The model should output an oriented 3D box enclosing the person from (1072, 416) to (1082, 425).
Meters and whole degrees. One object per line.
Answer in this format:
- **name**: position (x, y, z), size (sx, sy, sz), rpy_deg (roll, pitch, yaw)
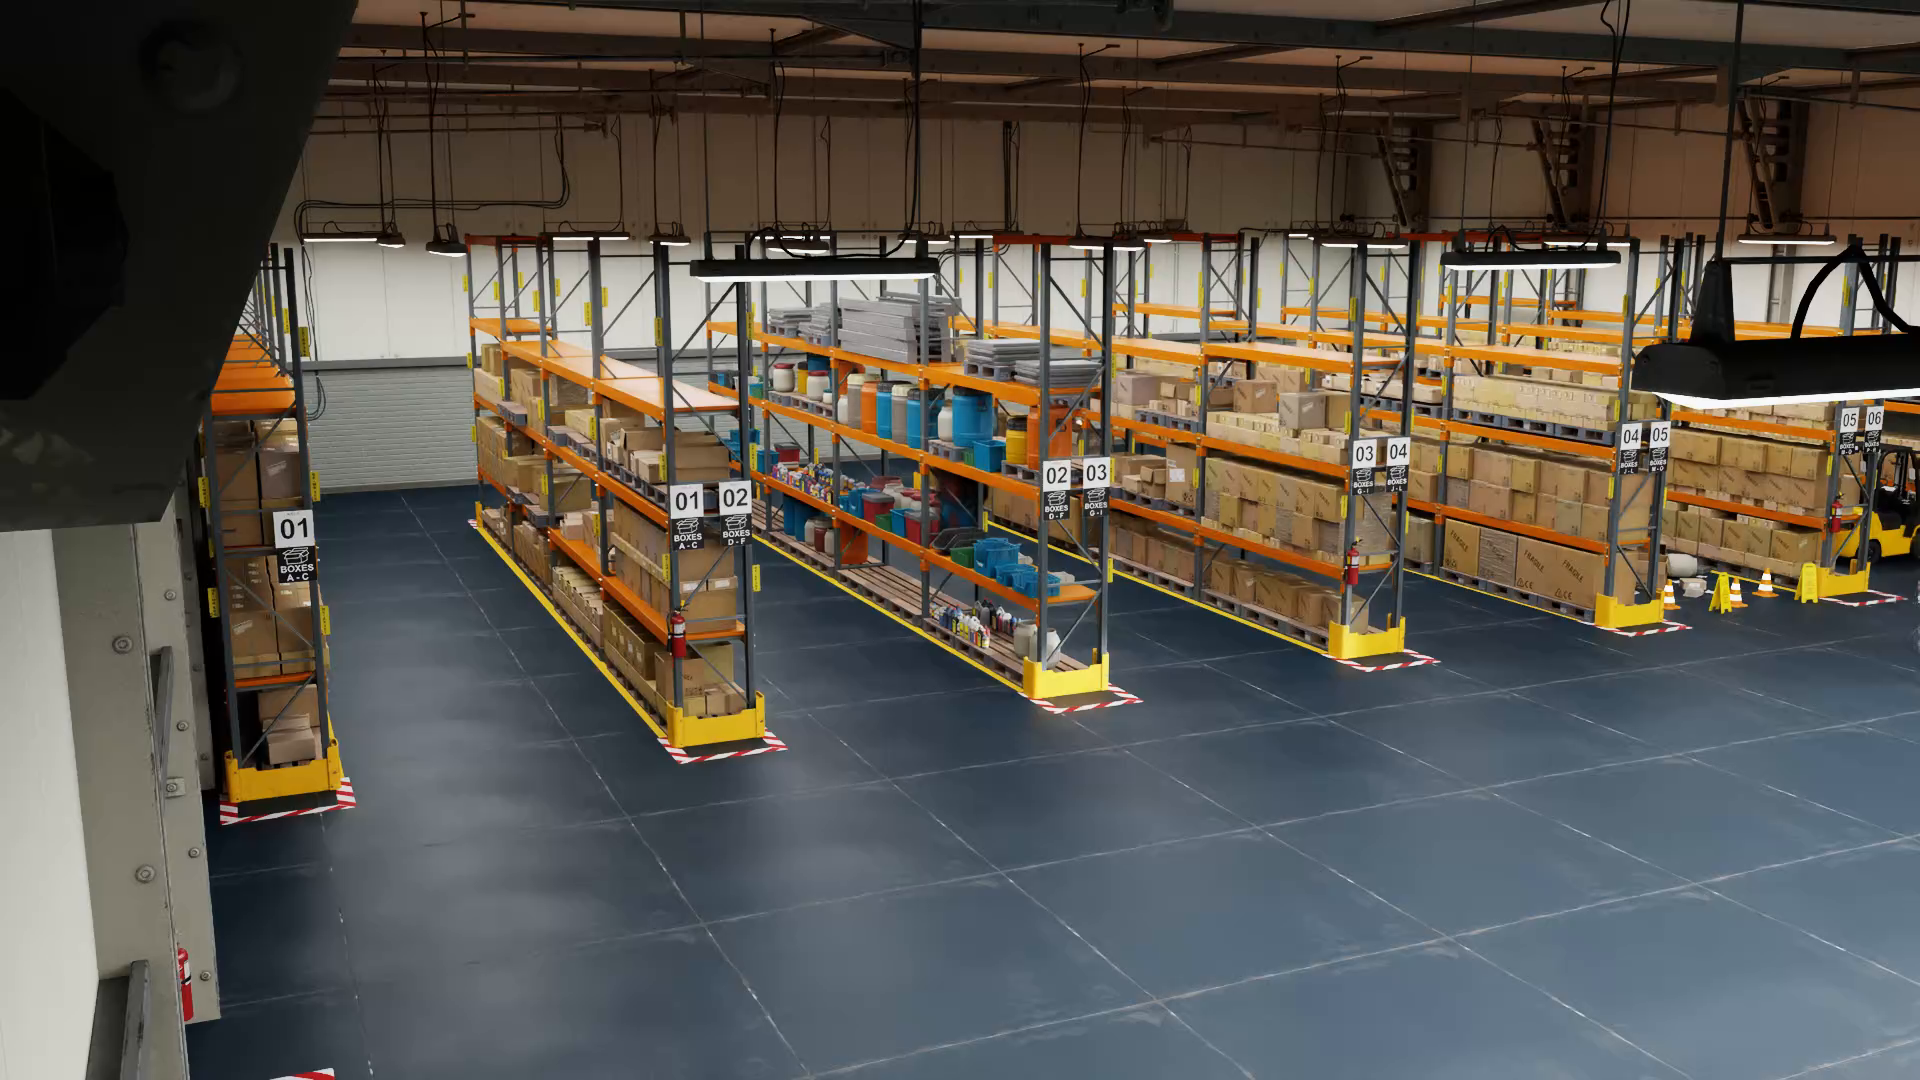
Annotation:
- **person**: position (2.725, -2.344, 40.675), size (0.684, 1.744, 0.633), rpy_deg (2, 11, 10)
